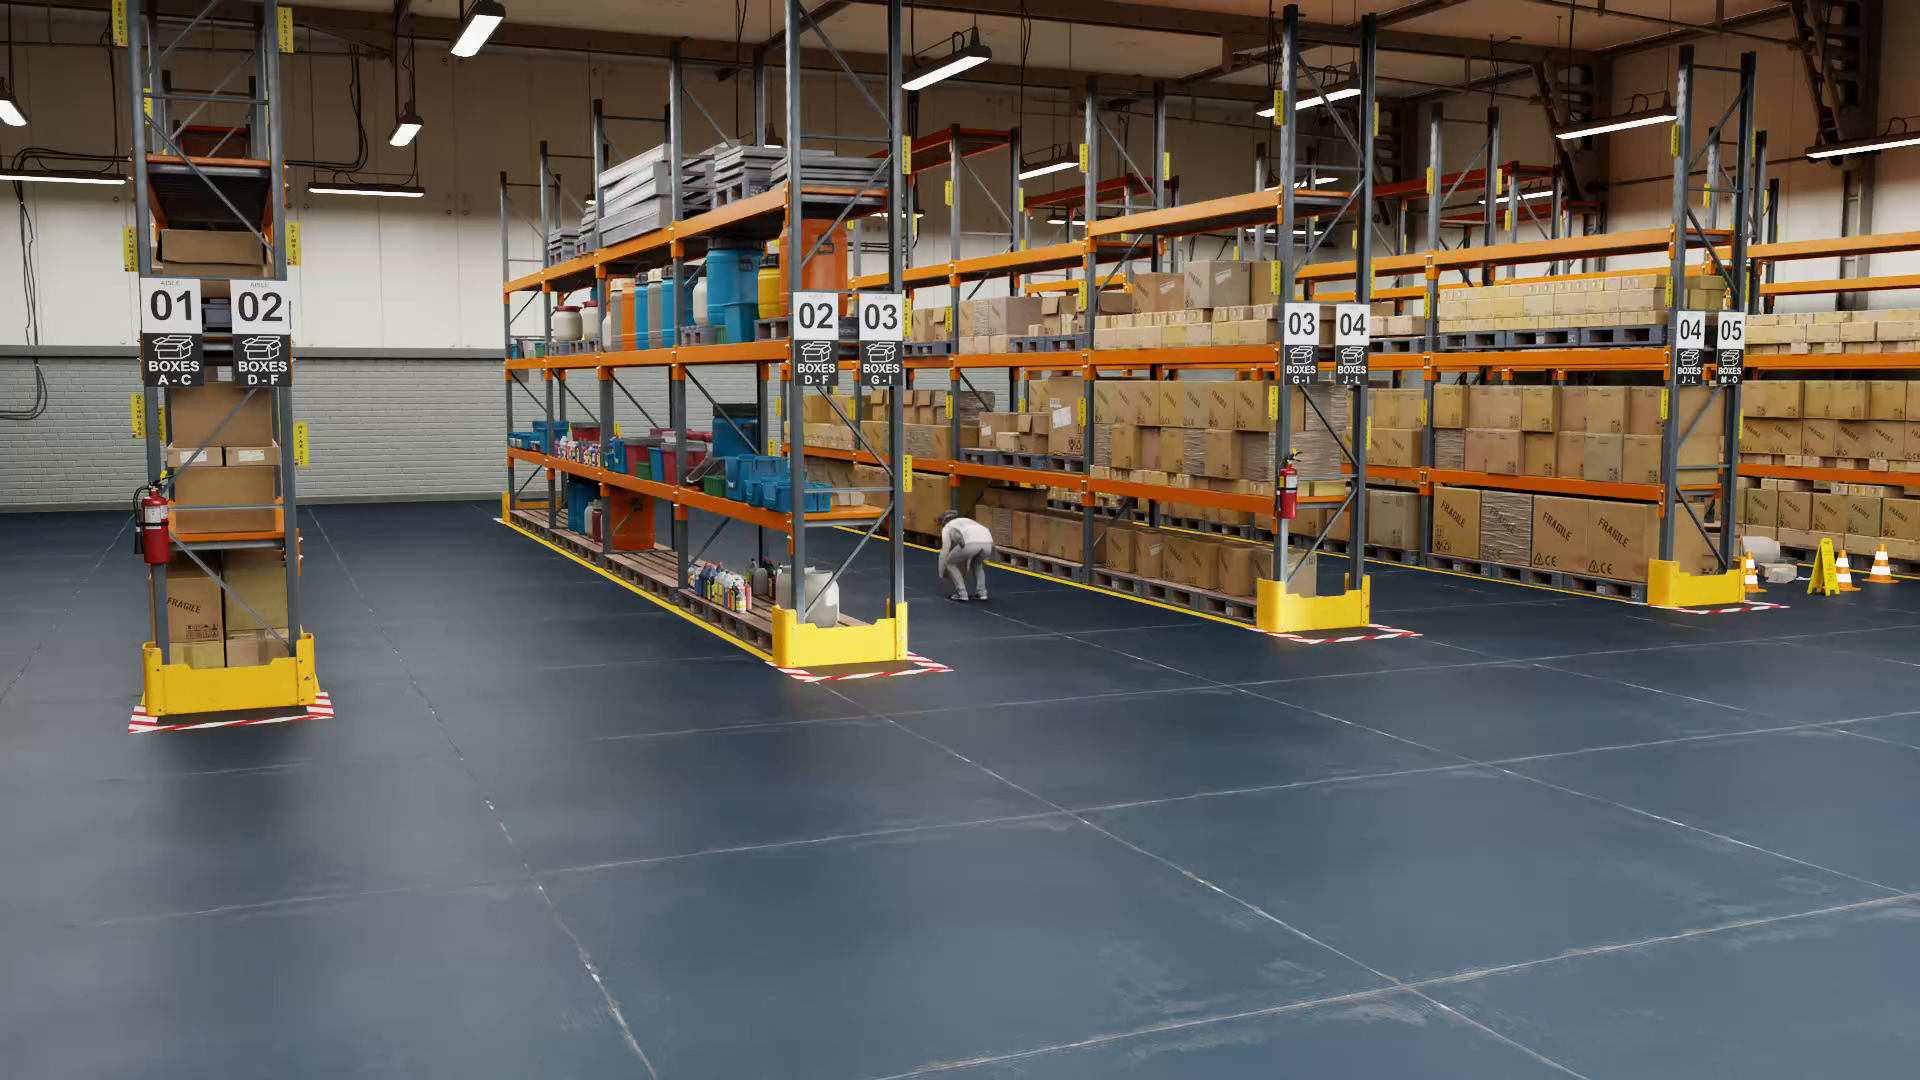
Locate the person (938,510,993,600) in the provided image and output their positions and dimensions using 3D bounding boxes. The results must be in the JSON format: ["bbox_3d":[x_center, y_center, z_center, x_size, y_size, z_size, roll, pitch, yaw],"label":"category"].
[{"bbox_3d":[0.039,0.172,18.805,0.469,0.982,0.911,-3,6,-26],"label":"person"}]
